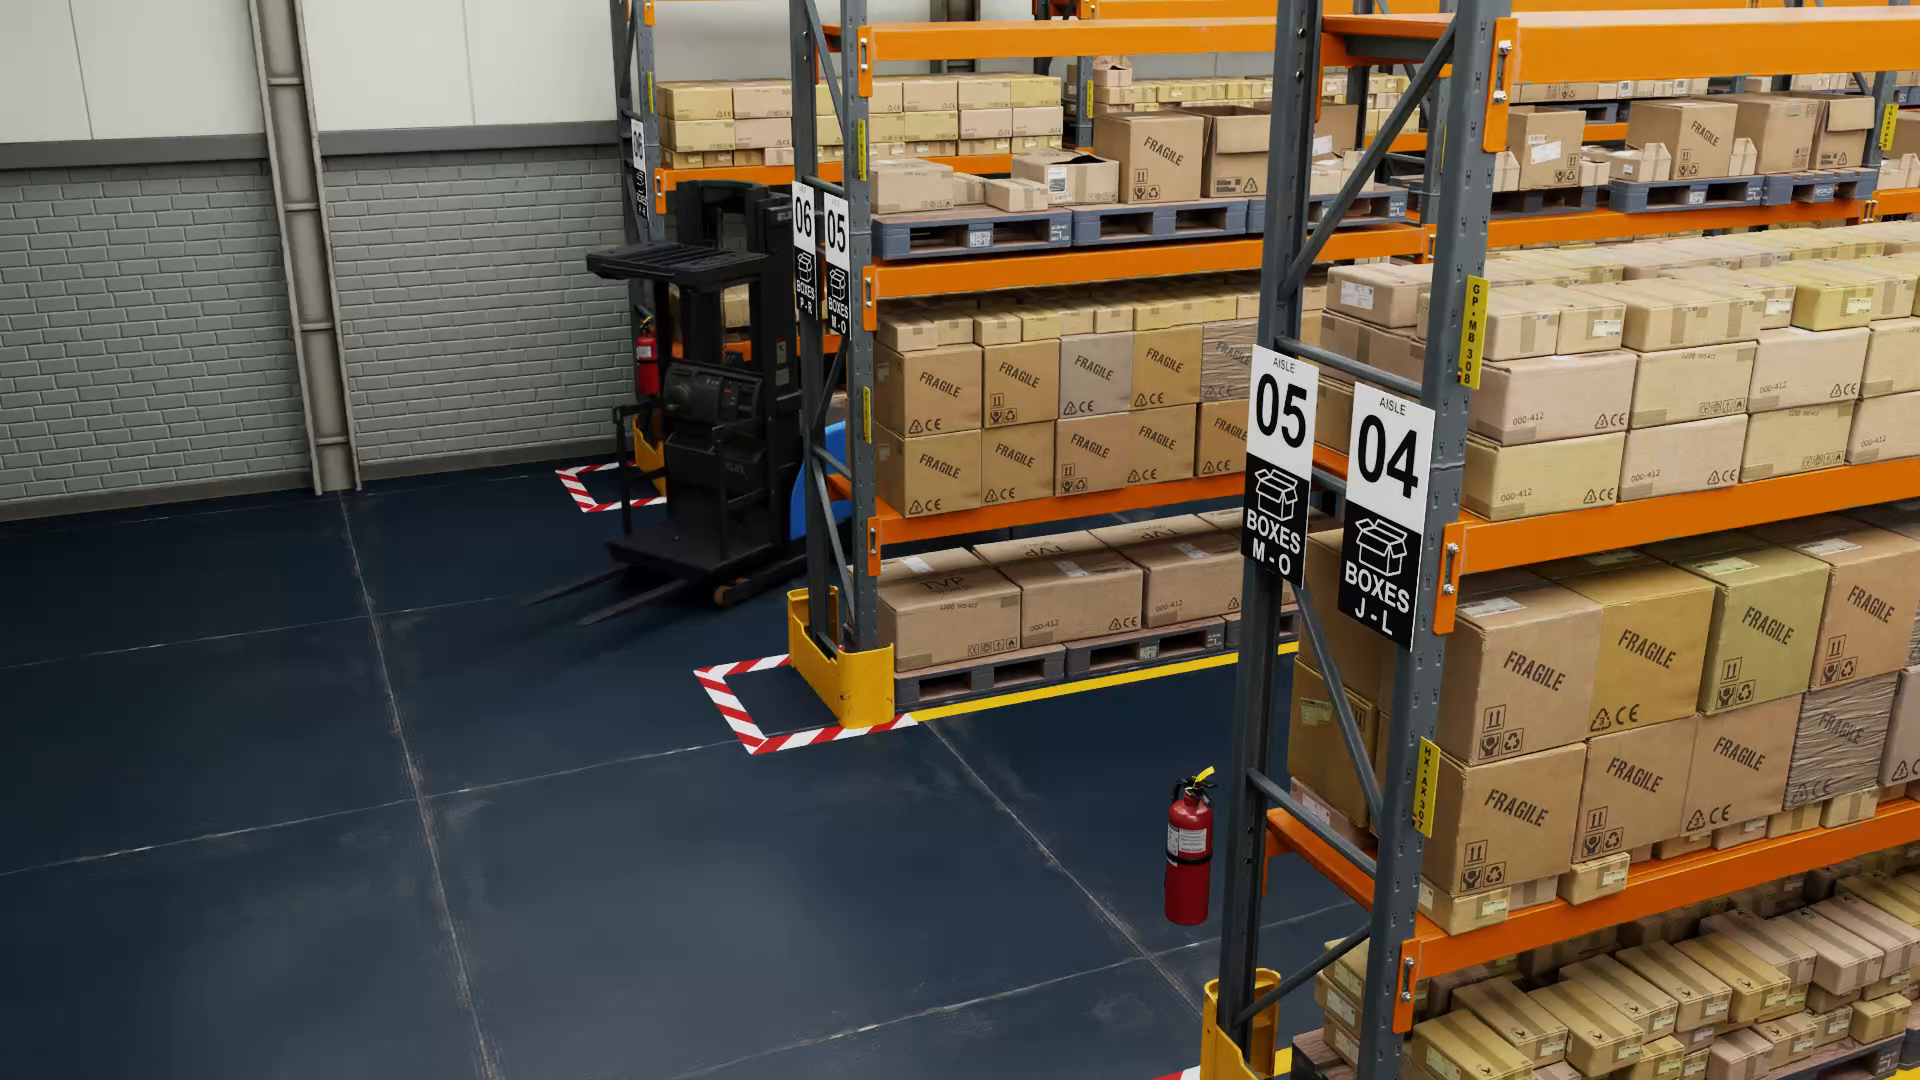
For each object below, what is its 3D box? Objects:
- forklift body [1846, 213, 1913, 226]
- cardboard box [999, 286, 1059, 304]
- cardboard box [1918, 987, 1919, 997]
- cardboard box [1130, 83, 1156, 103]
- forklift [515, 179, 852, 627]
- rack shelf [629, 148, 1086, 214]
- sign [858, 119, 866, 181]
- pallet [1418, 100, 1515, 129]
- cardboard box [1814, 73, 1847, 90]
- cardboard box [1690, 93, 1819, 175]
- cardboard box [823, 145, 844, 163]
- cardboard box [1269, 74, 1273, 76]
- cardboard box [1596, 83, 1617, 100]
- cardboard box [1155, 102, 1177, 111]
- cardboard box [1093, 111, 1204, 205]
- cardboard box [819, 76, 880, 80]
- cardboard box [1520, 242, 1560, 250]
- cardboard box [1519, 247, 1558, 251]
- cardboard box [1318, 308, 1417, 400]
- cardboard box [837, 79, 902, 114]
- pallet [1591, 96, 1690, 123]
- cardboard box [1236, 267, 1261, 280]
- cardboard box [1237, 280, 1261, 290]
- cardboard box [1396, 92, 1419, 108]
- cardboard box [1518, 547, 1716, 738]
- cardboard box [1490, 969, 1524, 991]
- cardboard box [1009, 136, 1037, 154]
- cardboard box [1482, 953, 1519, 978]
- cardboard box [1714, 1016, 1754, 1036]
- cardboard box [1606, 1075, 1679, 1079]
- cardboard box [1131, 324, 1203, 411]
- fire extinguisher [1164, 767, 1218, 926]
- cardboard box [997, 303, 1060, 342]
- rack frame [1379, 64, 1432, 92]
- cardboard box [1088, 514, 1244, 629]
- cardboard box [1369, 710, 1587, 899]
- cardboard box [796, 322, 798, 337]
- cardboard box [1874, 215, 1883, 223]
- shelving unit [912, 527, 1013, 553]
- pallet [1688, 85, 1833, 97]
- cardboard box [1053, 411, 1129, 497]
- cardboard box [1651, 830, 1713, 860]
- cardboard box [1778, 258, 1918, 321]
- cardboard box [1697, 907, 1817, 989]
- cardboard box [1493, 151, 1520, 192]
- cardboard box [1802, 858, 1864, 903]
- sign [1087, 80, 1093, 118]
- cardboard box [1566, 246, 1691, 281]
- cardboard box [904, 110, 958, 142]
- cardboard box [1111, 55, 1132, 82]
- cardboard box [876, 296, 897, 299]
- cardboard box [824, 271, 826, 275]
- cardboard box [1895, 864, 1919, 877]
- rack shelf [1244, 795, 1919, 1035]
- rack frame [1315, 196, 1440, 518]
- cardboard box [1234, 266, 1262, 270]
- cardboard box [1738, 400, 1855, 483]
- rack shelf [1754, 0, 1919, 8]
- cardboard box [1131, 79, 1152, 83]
[{"bbox_3d":[10.949,-2.860,18.406,1.214,2.155,2.313,-8,21,-22],"label":"forklift body"},{"bbox_3d":[0.439,-1.515,10.675,0.250,0.149,0.380,-8,21,-22],"label":"cardboard box"},{"bbox_3d":[4.259,1.887,7.306,0.250,0.149,0.380,-9,21,-24],"label":"cardboard box"},{"bbox_3d":[1.614,-4.132,15.371,0.250,0.149,0.380,-8,21,-21],"label":"cardboard box"},{"bbox_3d":[-1.954,-1.066,12.136,1.130,2.935,3.031,13,23,33],"label":"forklift"},{"bbox_3d":[-0.887,-3.300,14.944,4.000,0.370,1.077,-8,21,-22],"label":"rack shelf"},{"bbox_3d":[-0.539,-2.143,9.139,0.005,0.325,0.100,-8,21,-22],"label":"sign"},{"bbox_3d":[5.210,-4.456,17.429,1.003,0.211,1.213,-7,21,-19],"label":"pallet"},{"bbox_3d":[9.778,-5.239,18.789,0.258,0.266,0.396,-9,21,-23],"label":"cardboard box"},{"bbox_3d":[5.758,-2.972,12.148,0.500,0.500,0.700,-9,21,-25],"label":"cardboard box"},{"bbox_3d":[-1.156,-3.389,14.493,0.250,0.149,0.380,-8,21,-23],"label":"cardboard box"},{"bbox_3d":[3.242,-4.585,16.689,0.250,0.149,0.380,-8,21,-22],"label":"cardboard box"},{"bbox_3d":[6.698,-4.743,17.554,0.250,0.149,0.380,-8,21,-23],"label":"cardboard box"},{"bbox_3d":[1.827,-4.034,15.541,0.250,0.149,0.380,-8,21,-21],"label":"cardboard box"},{"bbox_3d":[1.157,-2.375,10.300,0.500,0.500,0.500,-8,21,-21],"label":"cardboard box"},{"bbox_3d":[-1.009,-4.022,14.937,0.500,0.250,0.500,-8,21,-22],"label":"cardboard box"},{"bbox_3d":[6.075,-3.292,17.827,0.500,0.250,0.500,-9,21,-23],"label":"cardboard box"},{"bbox_3d":[6.061,-3.061,17.926,0.500,0.250,0.500,-9,21,-24],"label":"cardboard box"},{"bbox_3d":[1.622,-0.670,5.865,0.500,0.250,0.500,-9,21,-24],"label":"cardboard box"},{"bbox_3d":[-0.822,-3.865,14.491,0.500,0.250,0.500,-8,21,-20],"label":"cardboard box"},{"bbox_3d":[7.490,-4.745,18.252,1.217,0.209,0.805,-9,21,-24],"label":"pallet"},{"bbox_3d":[2.079,-1.752,11.347,0.250,0.149,0.380,-8,21,-23],"label":"cardboard box"},{"bbox_3d":[2.019,-1.591,10.892,0.250,0.149,0.380,-8,21,-22],"label":"cardboard box"},{"bbox_3d":[4.392,-4.426,16.684,0.250,0.149,0.380,-8,21,-21],"label":"cardboard box"},{"bbox_3d":[2.278,0.343,5.929,0.500,0.500,0.500,-8,21,-20],"label":"cardboard box"},{"bbox_3d":[2.148,1.829,7.023,0.250,0.149,0.380,-9,21,-24],"label":"cardboard box"},{"bbox_3d":[0.510,-3.615,15.135,0.250,0.149,0.380,-8,21,-22],"label":"cardboard box"},{"bbox_3d":[2.126,1.679,7.002,0.250,0.149,0.380,-9,21,-23],"label":"cardboard box"},{"bbox_3d":[3.063,1.873,6.899,0.250,0.149,0.380,-7,21,-19],"label":"cardboard box"},{"bbox_3d":[2.619,2.129,6.619,0.250,0.149,0.380,-8,21,-21],"label":"cardboard box"},{"bbox_3d":[1.199,-1.149,10.614,0.500,0.500,0.500,-8,21,-22],"label":"cardboard box"},{"bbox_3d":[0.886,1.153,6.409,0.183,0.674,0.296,-8,21,-22],"label":"fire extinguisher"},{"bbox_3d":[0.413,-1.331,10.152,0.250,0.149,0.380,-9,21,-24],"label":"cardboard box"},{"bbox_3d":[4.622,-5.843,16.568,0.127,3.000,1.000,-8,21,-22],"label":"rack frame"},{"bbox_3d":[1.478,0.204,11.652,0.875,0.438,0.875,-9,21,-24],"label":"cardboard box"},{"bbox_3d":[1.821,0.886,5.891,0.500,0.500,0.500,-7,21,-19],"label":"cardboard box"},{"bbox_3d":[-1.614,-1.910,14.807,0.250,0.149,0.380,-7,21,-20],"label":"cardboard box"},{"bbox_3d":[10.670,-3.836,19.748,0.500,0.500,0.500,-9,21,-23],"label":"cardboard box"},{"bbox_3d":[0.006,-0.708,13.275,0.755,1.500,0.431,-8,21,-22],"label":"shelving unit"},{"bbox_3d":[9.068,-5.033,18.917,1.213,0.211,1.003,-8,21,-22],"label":"pallet"},{"bbox_3d":[0.728,-0.607,10.580,0.500,0.500,0.500,-8,21,-22],"label":"cardboard box"},{"bbox_3d":[2.655,1.055,6.388,0.250,0.149,0.380,-8,21,-22],"label":"cardboard box"},{"bbox_3d":[3.125,-0.888,5.885,0.250,0.149,0.380,-7,21,-20],"label":"cardboard box"},{"bbox_3d":[3.309,1.707,6.921,0.250,0.149,0.380,-8,21,-22],"label":"cardboard box"},{"bbox_3d":[3.517,-2.483,11.111,0.258,0.266,0.396,-8,21,-22],"label":"cardboard box"},{"bbox_3d":[3.855,1.478,7.573,0.250,0.149,0.380,-9,21,-23],"label":"cardboard box"},{"bbox_3d":[1.172,-3.982,15.019,0.005,0.325,0.100,-8,21,-22],"label":"sign"},{"bbox_3d":[2.445,-0.973,6.124,0.250,0.149,0.380,-9,21,-23],"label":"cardboard box"},{"bbox_3d":[-0.342,-3.697,14.766,0.500,0.250,0.500,-8,21,-21],"label":"cardboard box"},{"bbox_3d":[1.433,-4.471,15.710,0.258,0.266,0.396,-8,21,-22],"label":"cardboard box"},{"bbox_3d":[-0.812,-2.216,15.078,0.500,0.250,0.500,-9,21,-23],"label":"cardboard box"},{"bbox_3d":[-0.995,-2.372,15.521,0.500,0.250,0.500,-8,21,-22],"label":"cardboard box"},{"bbox_3d":[4.316,1.539,7.847,0.250,0.149,0.380,-8,21,-22],"label":"cardboard box"},{"bbox_3d":[3.136,1.124,6.896,4.000,0.370,1.077,-8,21,-22],"label":"rack shelf"},{"bbox_3d":[2.919,-0.974,11.773,0.127,3.000,1.000,-8,21,-22],"label":"rack frame"},{"bbox_3d":[2.678,-2.900,16.458,0.500,0.500,0.700,-8,21,-22],"label":"cardboard box"},{"bbox_3d":[2.766,-0.417,5.898,0.500,0.250,0.500,-9,21,-24],"label":"cardboard box"},{"bbox_3d":[10.132,-6.105,18.996,4.000,0.370,1.077,-8,21,-22],"label":"rack shelf"},{"bbox_3d":[1.632,-4.321,15.908,0.250,0.149,0.380,-9,21,-23],"label":"cardboard box"}]
